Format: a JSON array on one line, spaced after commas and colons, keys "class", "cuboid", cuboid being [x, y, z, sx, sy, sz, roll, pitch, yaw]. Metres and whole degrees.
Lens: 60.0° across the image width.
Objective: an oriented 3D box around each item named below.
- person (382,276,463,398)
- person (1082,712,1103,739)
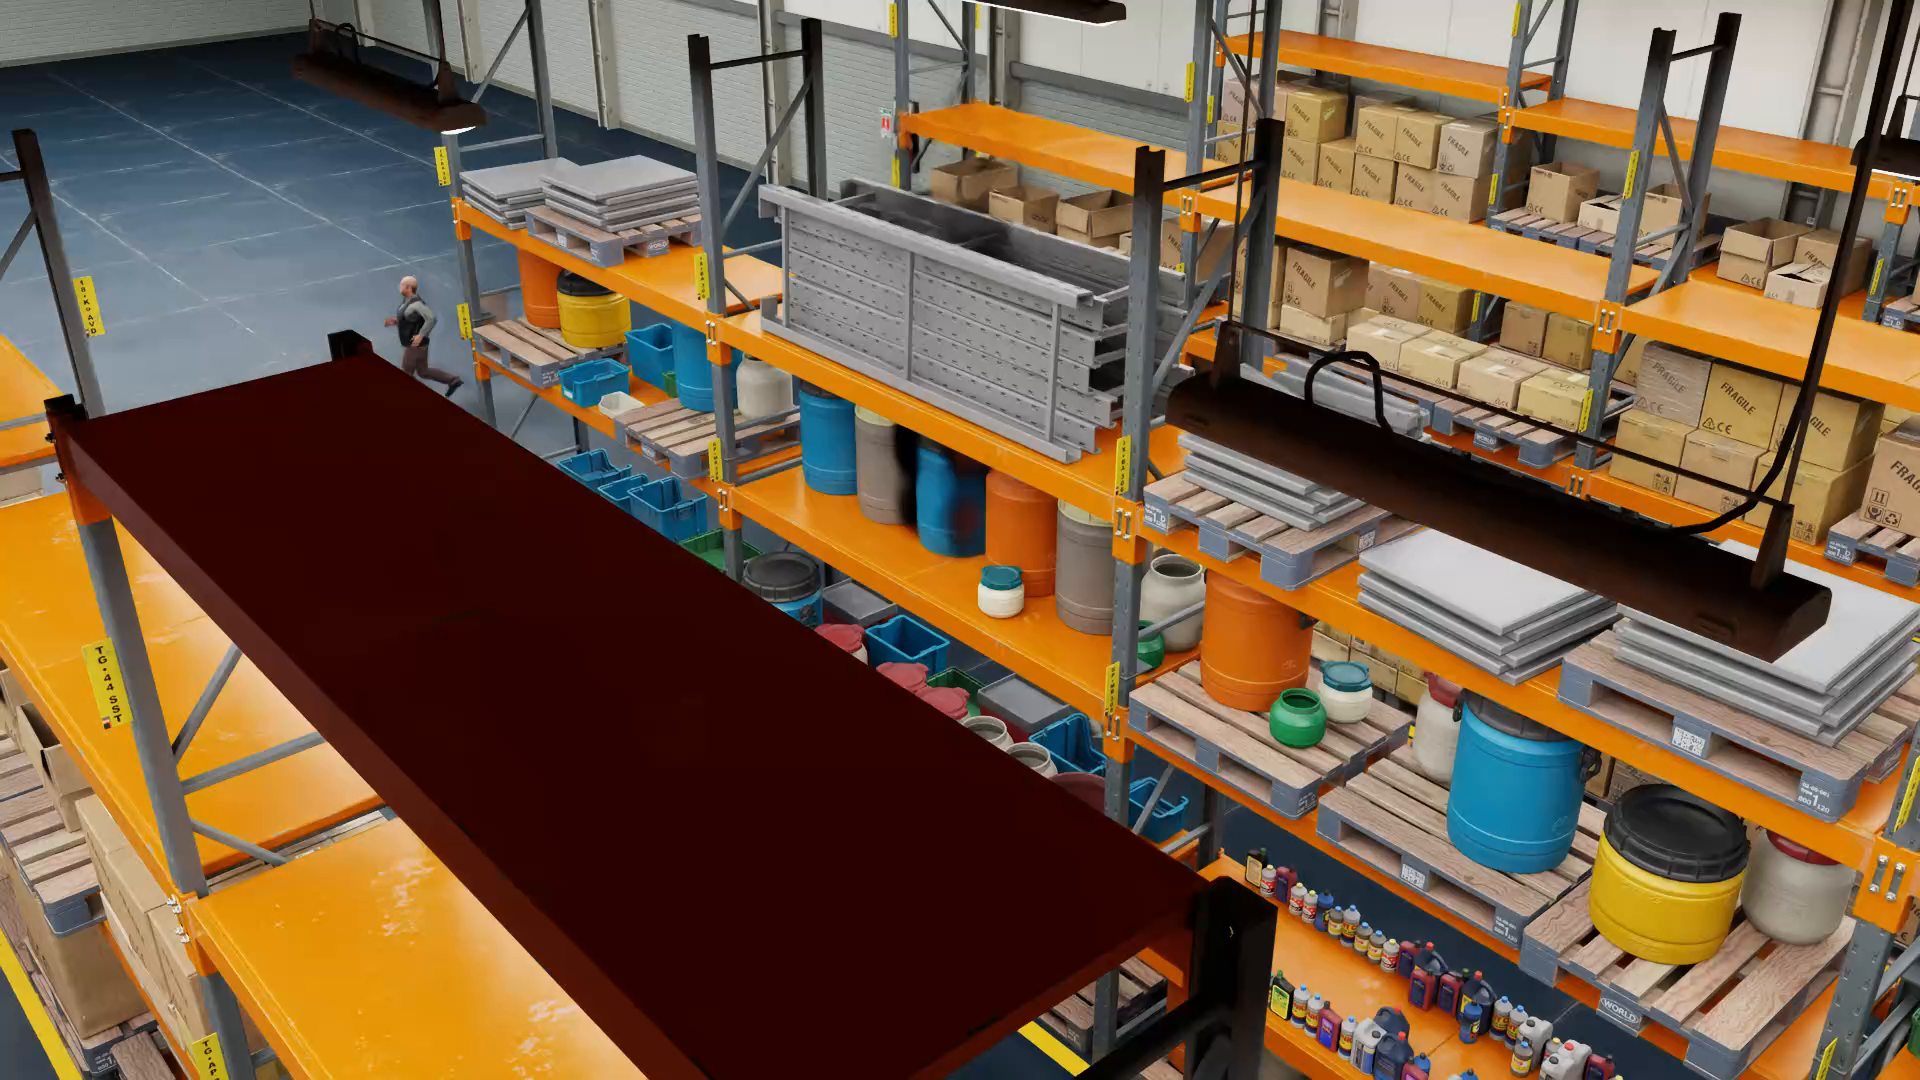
[{"class": "person", "cuboid": [-6.695, -2.400, 20.357, 1.054, 1.681, 0.672, -9, 28, -18]}, {"class": "person", "cuboid": [0.870, 0.825, 13.427, 0.645, 1.891, 0.770, -20, 33, -34]}]
